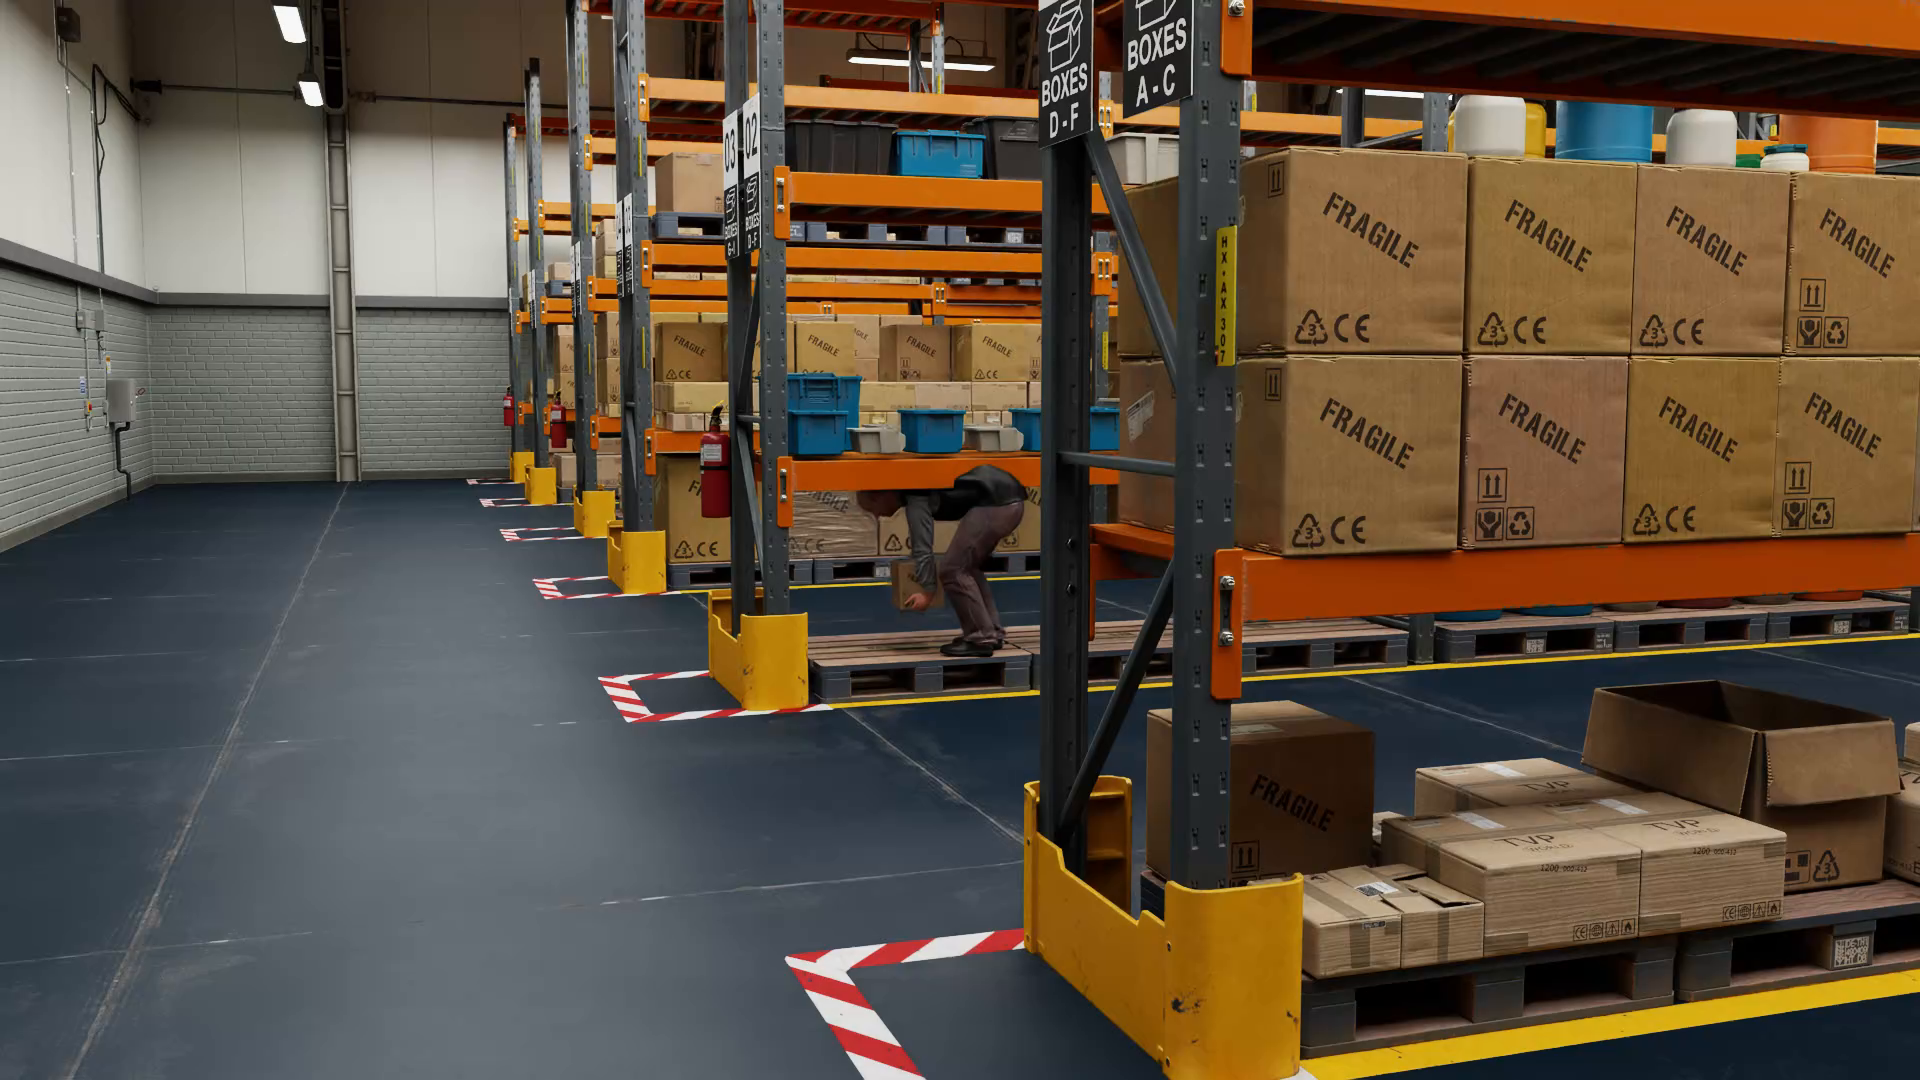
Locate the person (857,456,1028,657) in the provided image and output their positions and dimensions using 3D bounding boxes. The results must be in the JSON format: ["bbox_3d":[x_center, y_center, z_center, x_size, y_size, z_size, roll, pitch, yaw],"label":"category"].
[{"bbox_3d":[-0.104,0.079,9.307,0.960,1.097,0.473,1,6,11],"label":"person"}]
